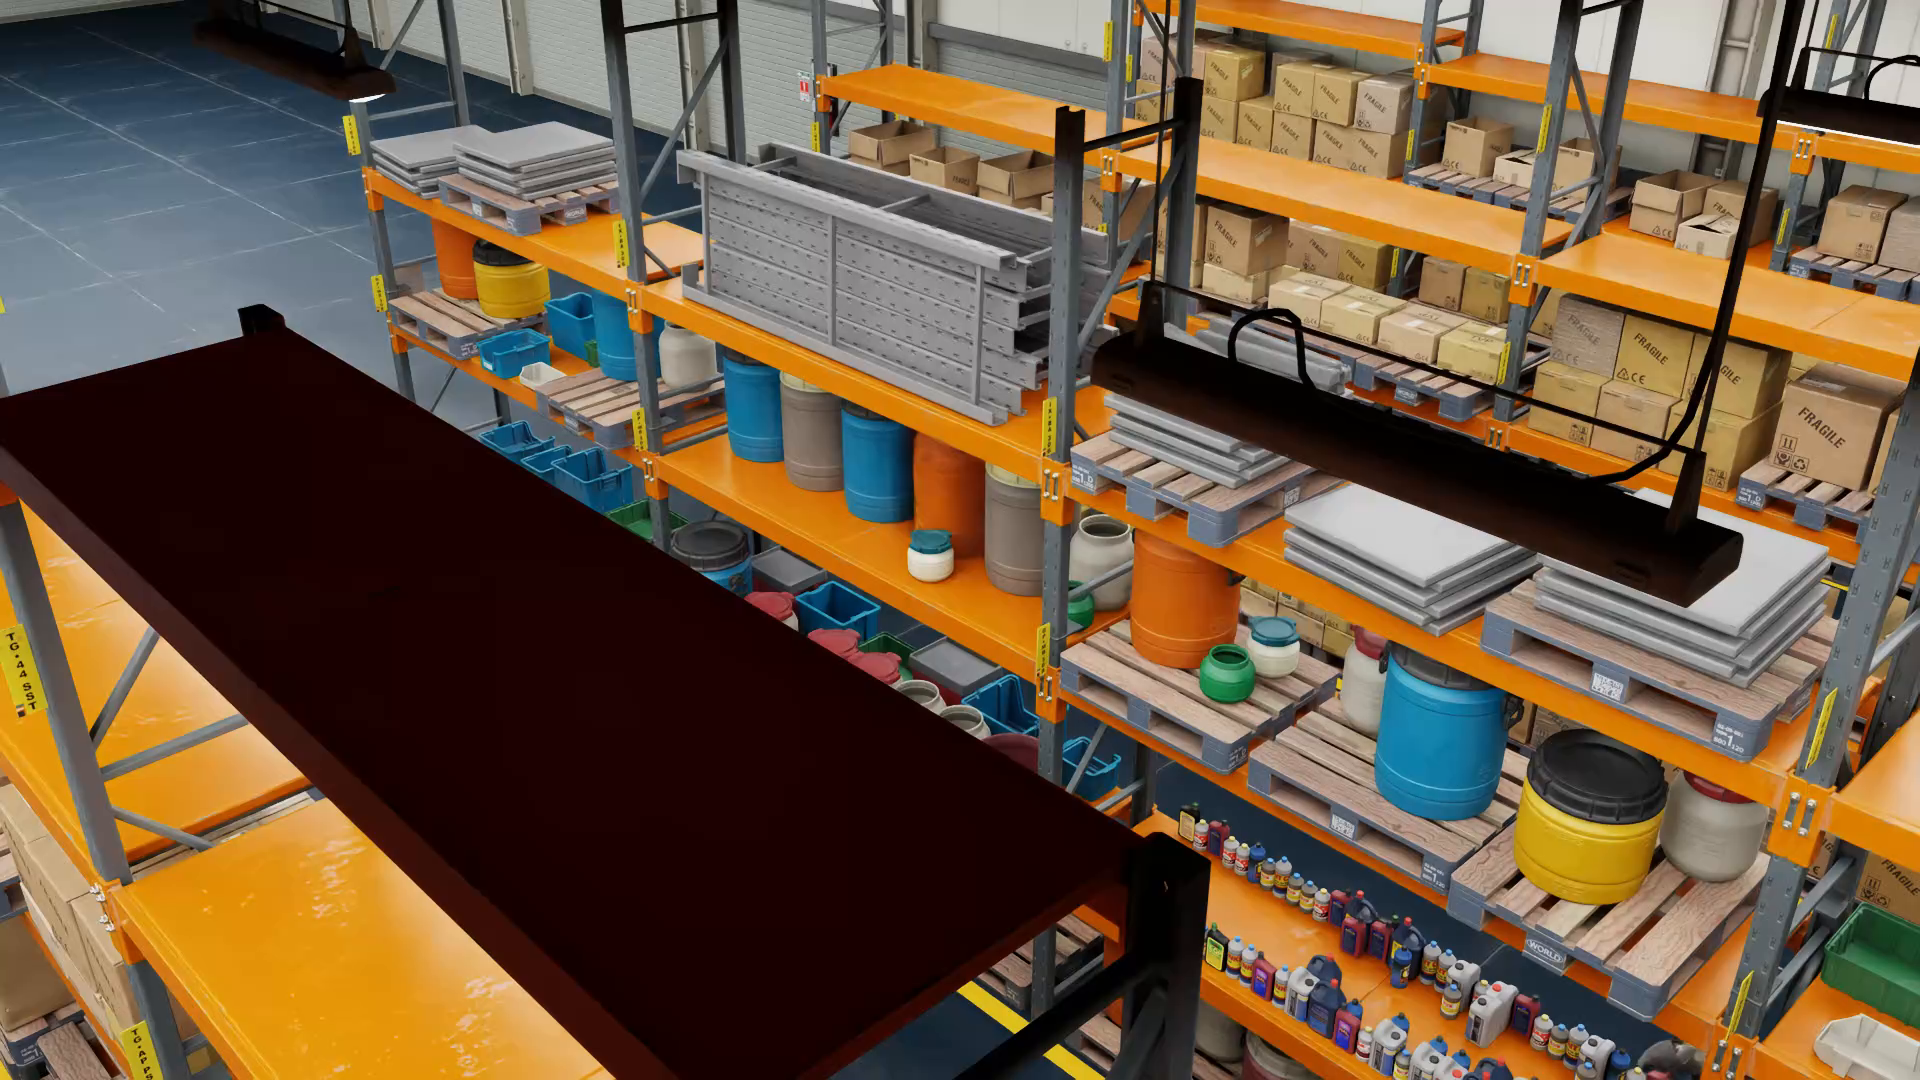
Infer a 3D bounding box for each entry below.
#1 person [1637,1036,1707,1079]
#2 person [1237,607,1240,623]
[{"bbox_3d":[4.325,2.939,9.688,0.567,1.607,0.686,-16,32,-28],"label":"person"},{"bbox_3d":[1.998,0.902,13.141,0.971,1.408,0.440,21,35,34],"label":"person"}]
